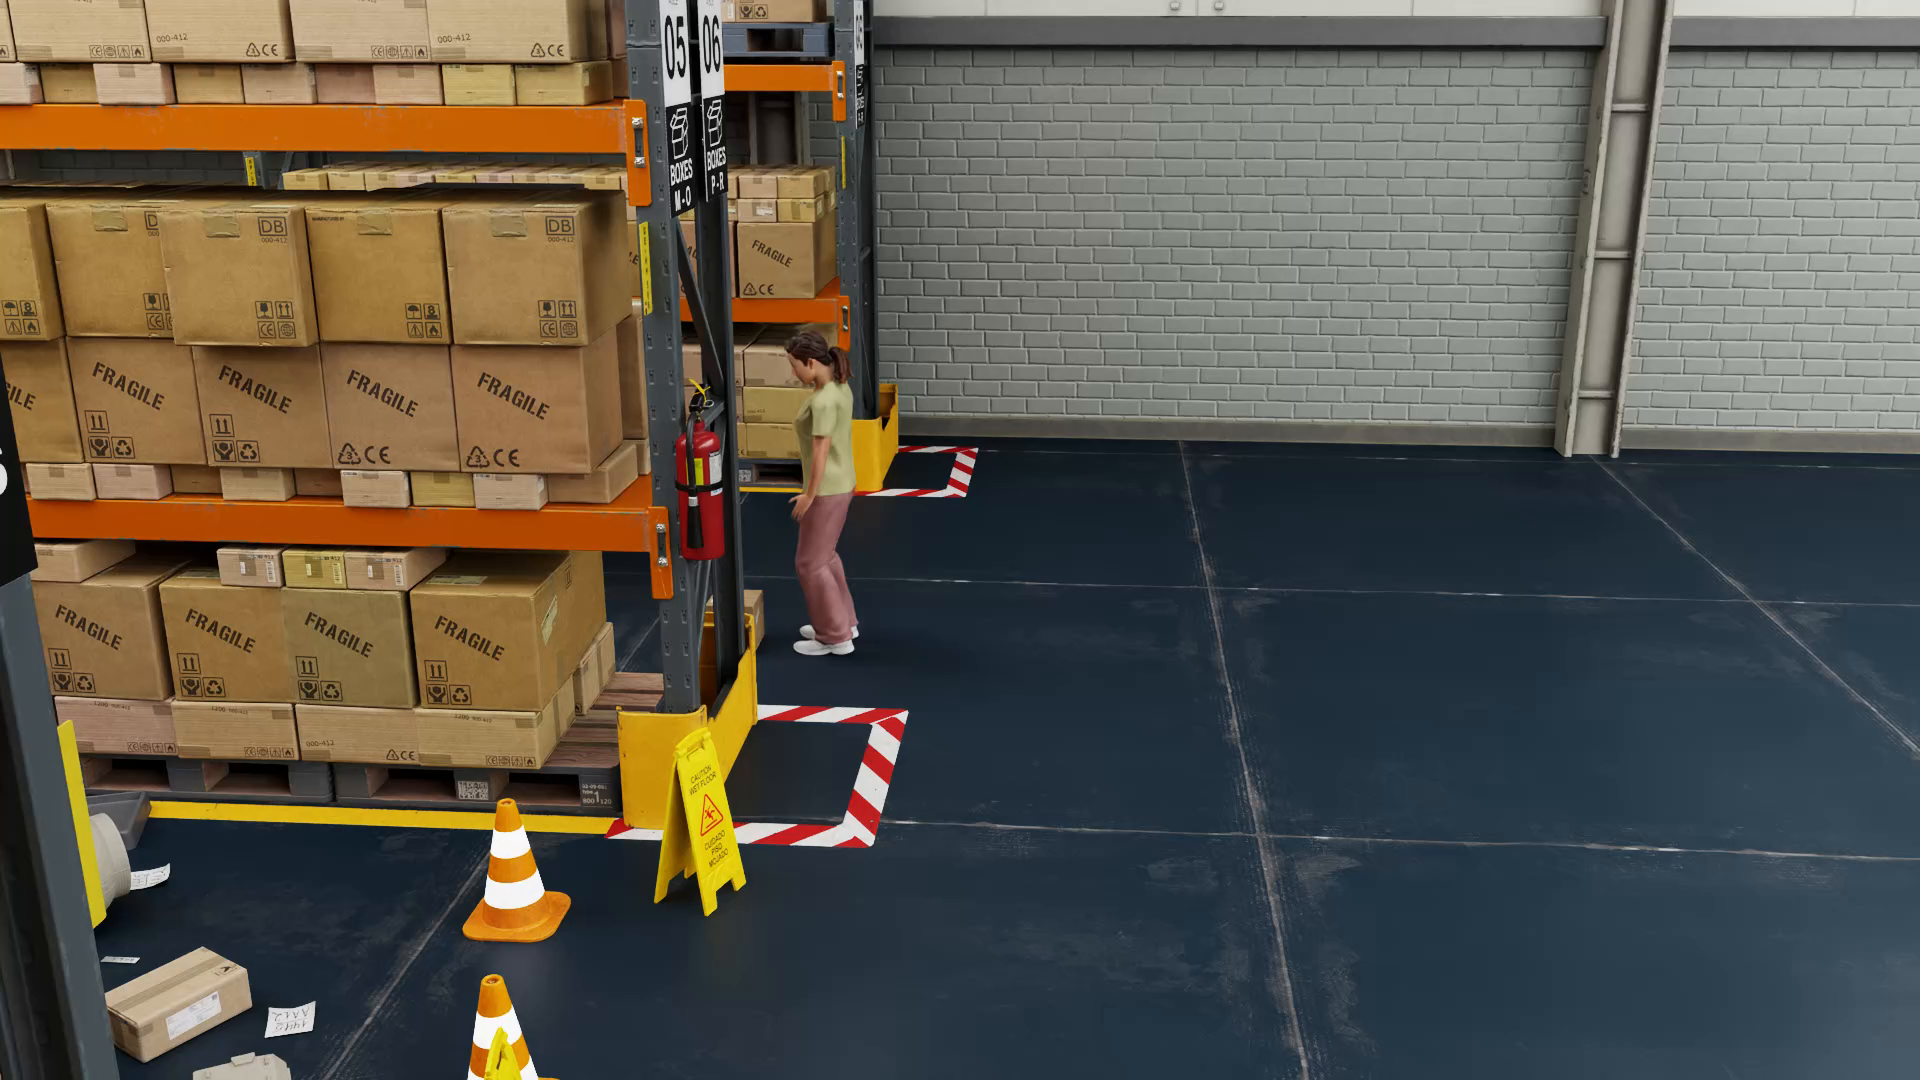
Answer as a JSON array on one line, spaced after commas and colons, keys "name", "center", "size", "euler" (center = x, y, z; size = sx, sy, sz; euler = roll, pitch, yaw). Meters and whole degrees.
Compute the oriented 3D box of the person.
[{"name": "person", "center": [-0.680, -0.235, 8.338], "size": [0.344, 1.657, 0.458], "euler": [2, 18, 5]}]
